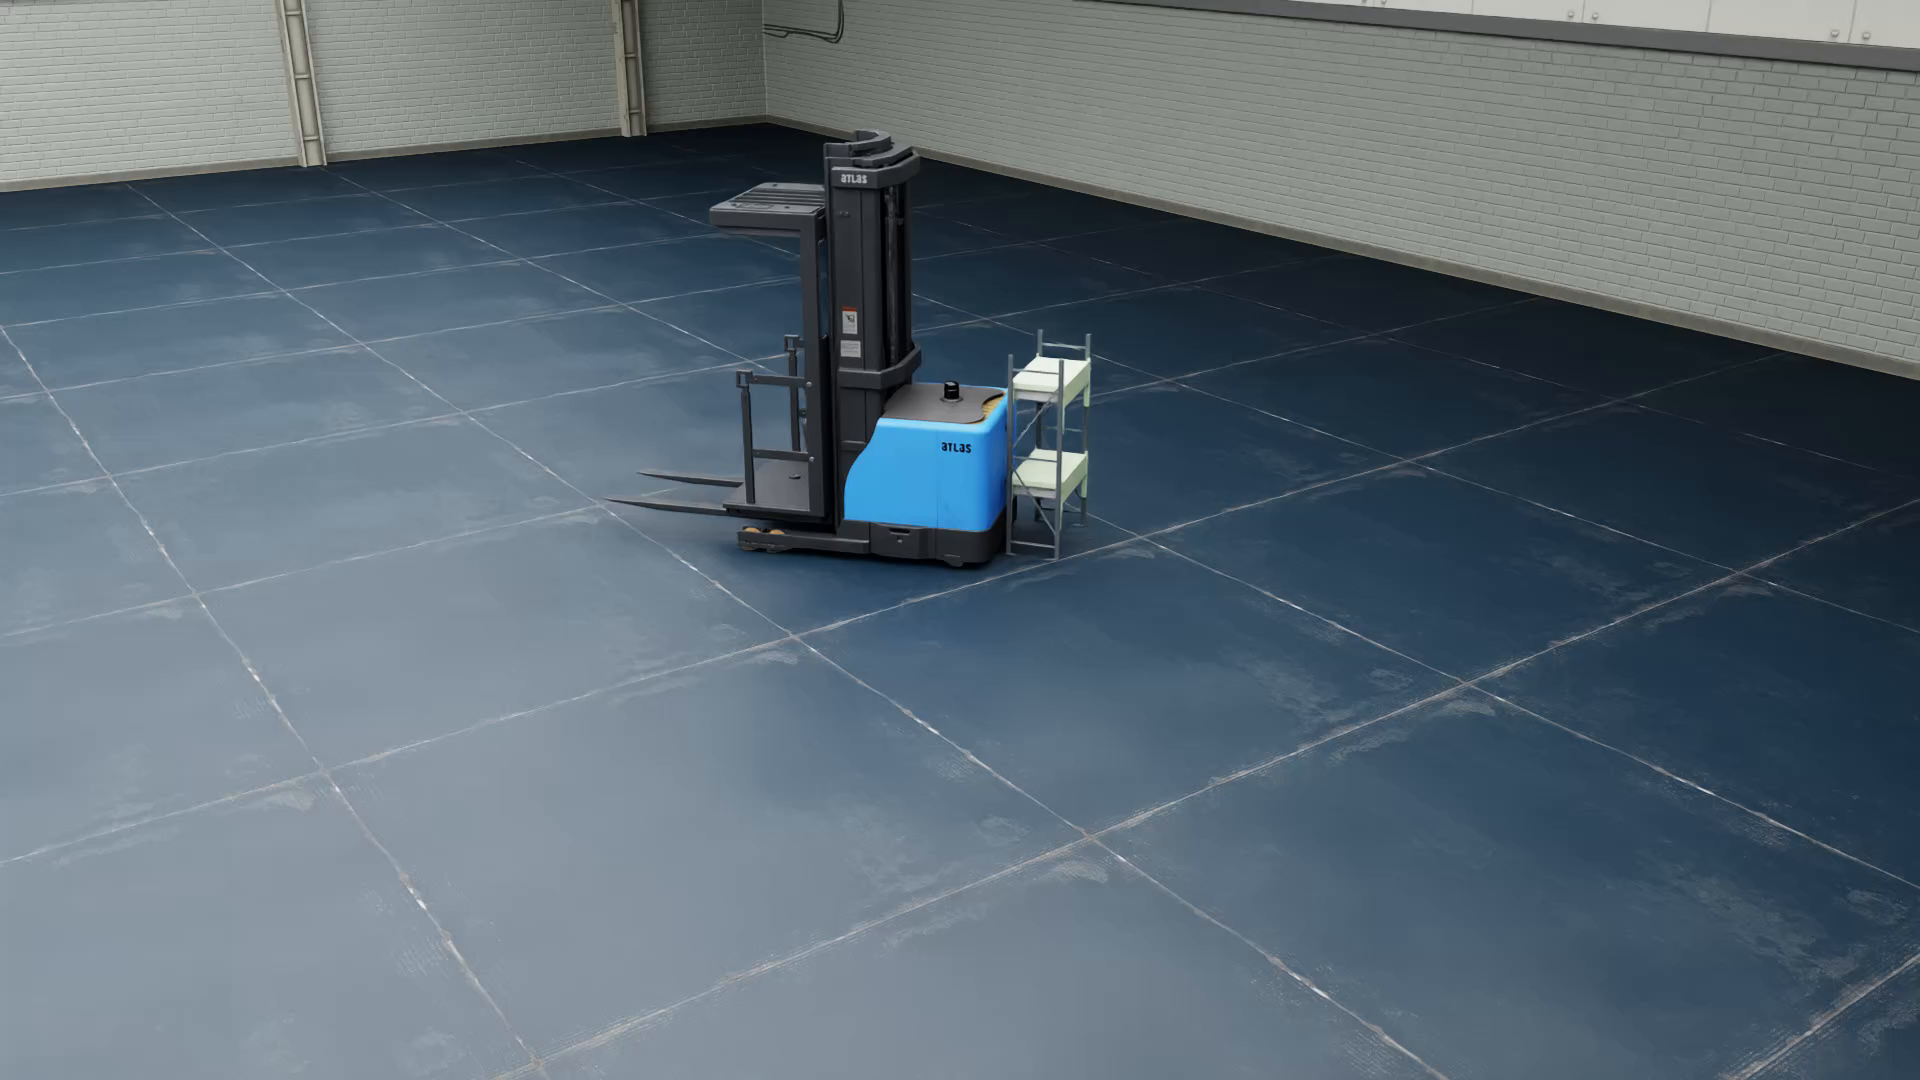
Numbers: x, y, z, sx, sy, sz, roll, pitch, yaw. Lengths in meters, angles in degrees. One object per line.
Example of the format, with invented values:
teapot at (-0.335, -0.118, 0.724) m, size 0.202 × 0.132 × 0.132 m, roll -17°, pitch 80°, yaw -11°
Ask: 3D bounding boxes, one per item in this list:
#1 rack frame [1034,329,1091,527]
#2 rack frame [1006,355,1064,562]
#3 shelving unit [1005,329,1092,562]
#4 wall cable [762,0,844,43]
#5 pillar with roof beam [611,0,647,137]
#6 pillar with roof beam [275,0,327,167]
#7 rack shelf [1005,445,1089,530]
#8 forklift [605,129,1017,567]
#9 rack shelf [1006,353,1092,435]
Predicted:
rack frame at (0.764, -0.825, 12.440) m, size 0.400 × 1.500 × 0.023 m, roll 7°, pitch 23°, yaw 17°
rack frame at (0.527, -0.568, 11.797) m, size 0.400 × 1.500 × 0.023 m, roll 7°, pitch 23°, yaw 17°
shelving unit at (0.646, -0.697, 12.119) m, size 0.431 × 1.500 × 0.755 m, roll 7°, pitch 23°, yaw 17°
wall cable at (-3.065, -10.712, 31.288) m, size 0.112 × 2.526 × 3.097 m, roll -15°, pitch 26°, yaw -33°
pillar with roof beam at (-3.714, -10.619, 26.866) m, size 0.400 × 9.000 × 9.100 m, roll -15°, pitch 26°, yaw -33°
pillar with roof beam at (-8.585, -9.320, 23.611) m, size 0.400 × 9.000 × 9.100 m, roll -15°, pitch 26°, yaw -33°
rack shelf at (0.646, -0.394, 12.240) m, size 0.431 × 0.370 × 0.720 m, roll 7°, pitch 23°, yaw 17°
forklift at (-1.141, -1.448, 12.070) m, size 3.031 × 2.935 × 1.130 m, roll 5°, pitch 22°, yaw 13°
rack shelf at (0.646, -1.059, 11.974) m, size 0.431 × 0.370 × 0.720 m, roll 7°, pitch 23°, yaw 17°
